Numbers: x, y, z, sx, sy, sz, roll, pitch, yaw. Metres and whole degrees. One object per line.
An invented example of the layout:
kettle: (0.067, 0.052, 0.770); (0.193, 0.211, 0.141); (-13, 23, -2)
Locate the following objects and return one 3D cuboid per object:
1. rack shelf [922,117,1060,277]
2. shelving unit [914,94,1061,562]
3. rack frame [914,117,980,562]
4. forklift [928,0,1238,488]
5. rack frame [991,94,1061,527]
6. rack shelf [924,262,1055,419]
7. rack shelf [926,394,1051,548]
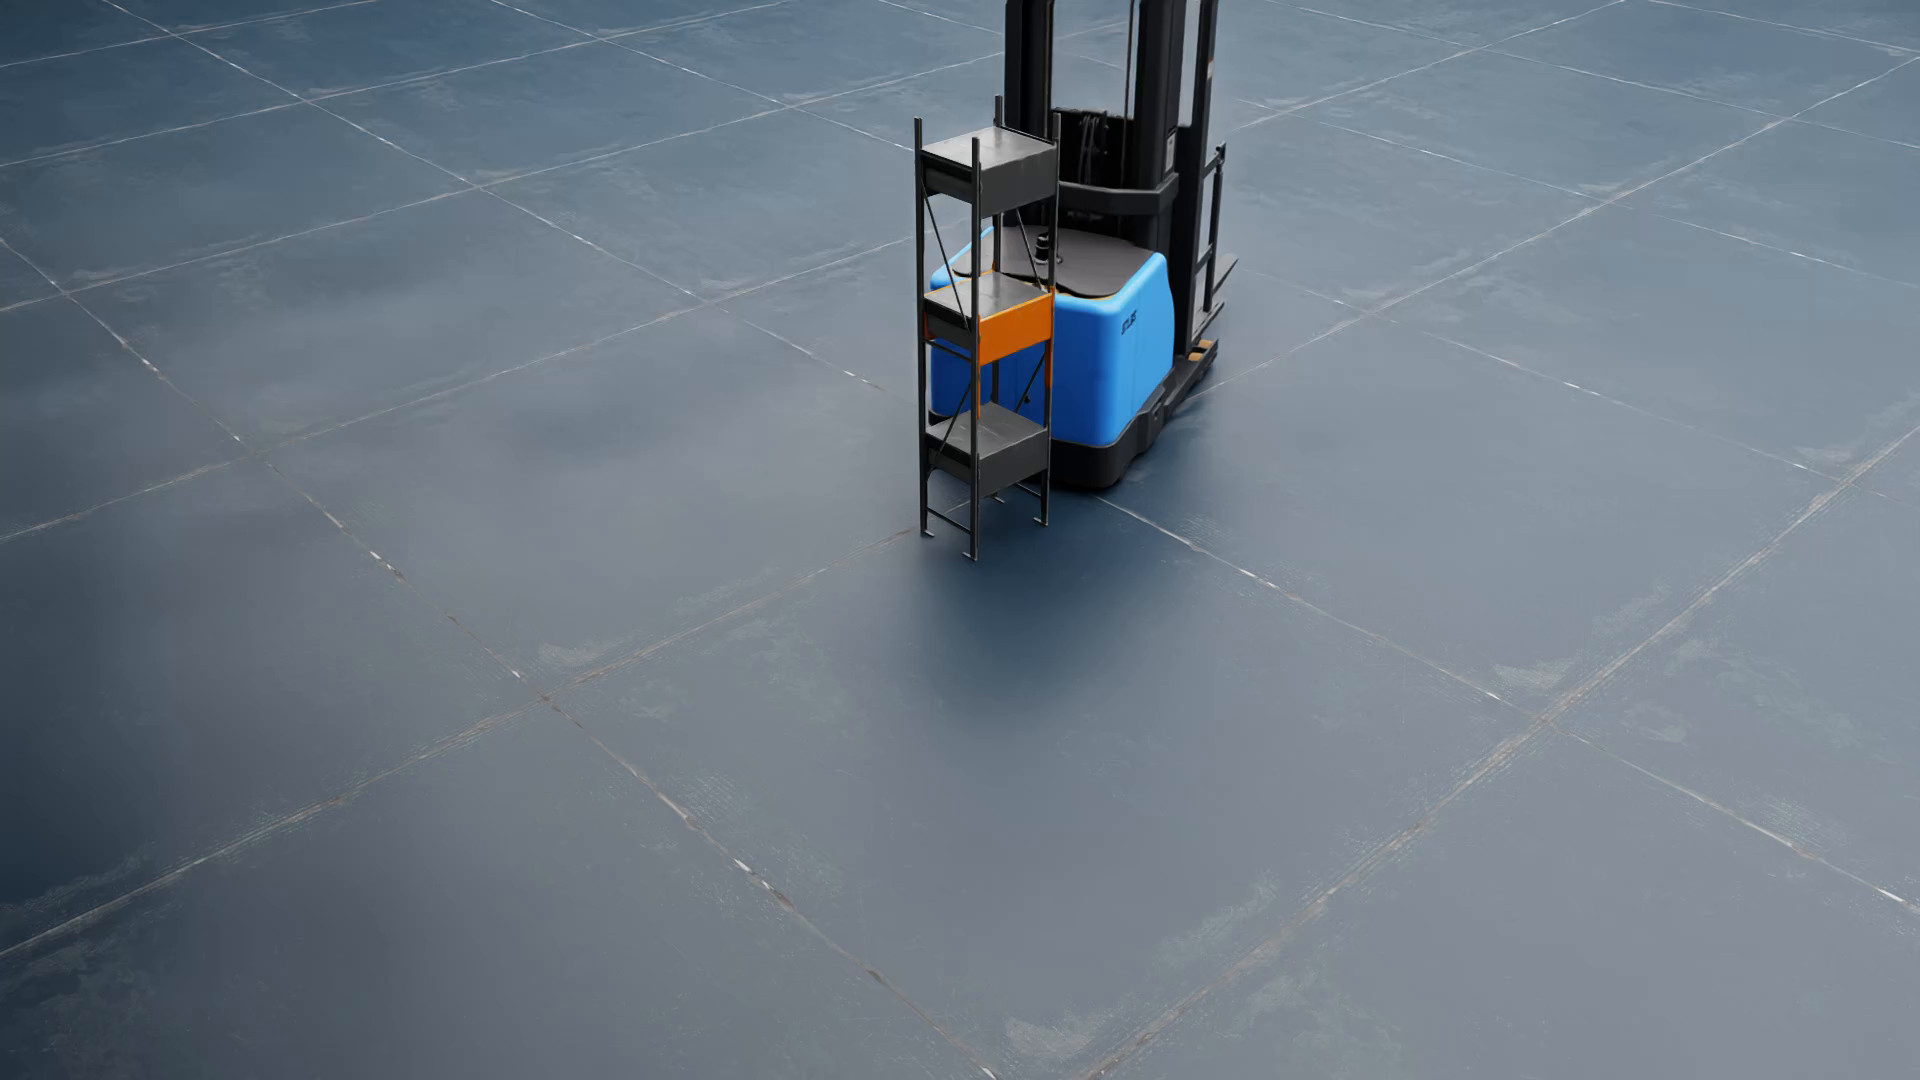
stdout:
rack shelf: (0.121, -1.540, 7.440); (0.480, 0.518, 0.431); (-26, 40, -35)
shelving unit: (0.121, -0.955, 7.798); (0.503, 2.100, 0.431); (-26, 40, -35)
rack frame: (-0.058, -0.868, 7.657); (0.015, 2.100, 0.400); (-26, 40, -35)
forklift: (0.893, -2.269, 9.151); (1.130, 2.935, 3.031); (13, 34, 20)
rack frame: (0.300, -1.041, 7.940); (0.015, 2.100, 0.400); (-26, 40, -35)
rack shelf: (0.121, -0.943, 7.805); (0.480, 0.518, 0.431); (-26, 40, -35)
rack shelf: (0.121, -0.346, 8.171); (0.480, 0.518, 0.431); (-26, 40, -35)
